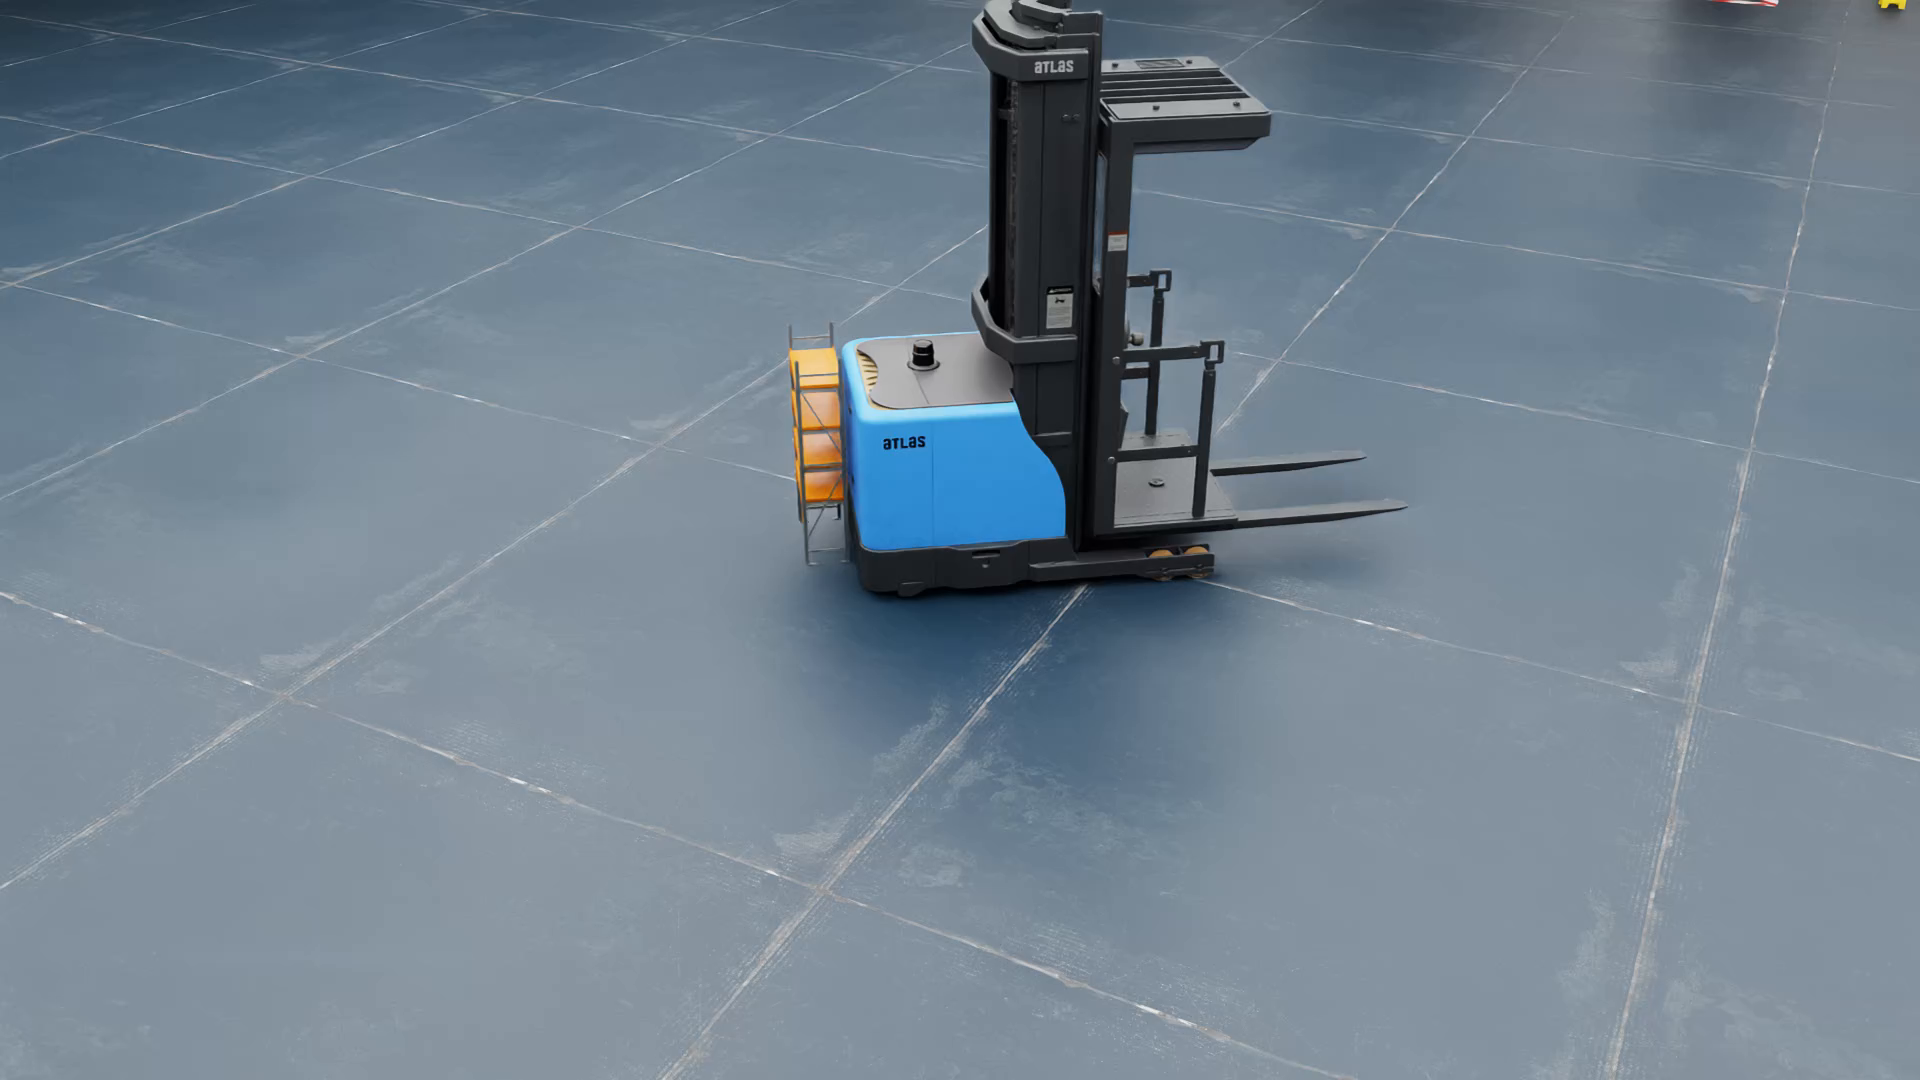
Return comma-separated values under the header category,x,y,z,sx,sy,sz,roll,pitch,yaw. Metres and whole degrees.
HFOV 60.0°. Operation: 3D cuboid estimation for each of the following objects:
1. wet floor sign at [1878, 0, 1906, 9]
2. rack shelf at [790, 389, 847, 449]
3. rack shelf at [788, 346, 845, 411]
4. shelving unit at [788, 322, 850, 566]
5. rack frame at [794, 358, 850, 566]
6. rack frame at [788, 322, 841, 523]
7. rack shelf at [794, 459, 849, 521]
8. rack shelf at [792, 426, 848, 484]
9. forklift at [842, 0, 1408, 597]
category,x,y,z,sx,sy,sz,roll,pitch,yaw
wet floor sign,11.735,-7.003,20.796,0.267,0.644,0.232,9,31,15
rack shelf,-0.757,-0.648,8.859,0.258,0.148,0.480,-5,30,-8
rack shelf,-0.757,-0.853,8.741,0.258,0.148,0.480,-5,30,-8
shelving unit,-0.757,-0.512,8.937,0.258,1.200,0.503,-5,30,-8
rack frame,-0.718,-0.392,8.728,0.240,1.200,0.015,-5,30,-8
rack frame,-0.795,-0.632,9.146,0.240,1.200,0.015,-5,30,-8
rack shelf,-0.757,-0.281,9.069,0.258,0.148,0.480,-5,30,-8
rack shelf,-0.757,-0.454,8.970,0.258,0.148,0.480,-5,30,-8
forklift,0.913,-1.307,8.582,3.031,2.935,1.130,-5,30,-8
